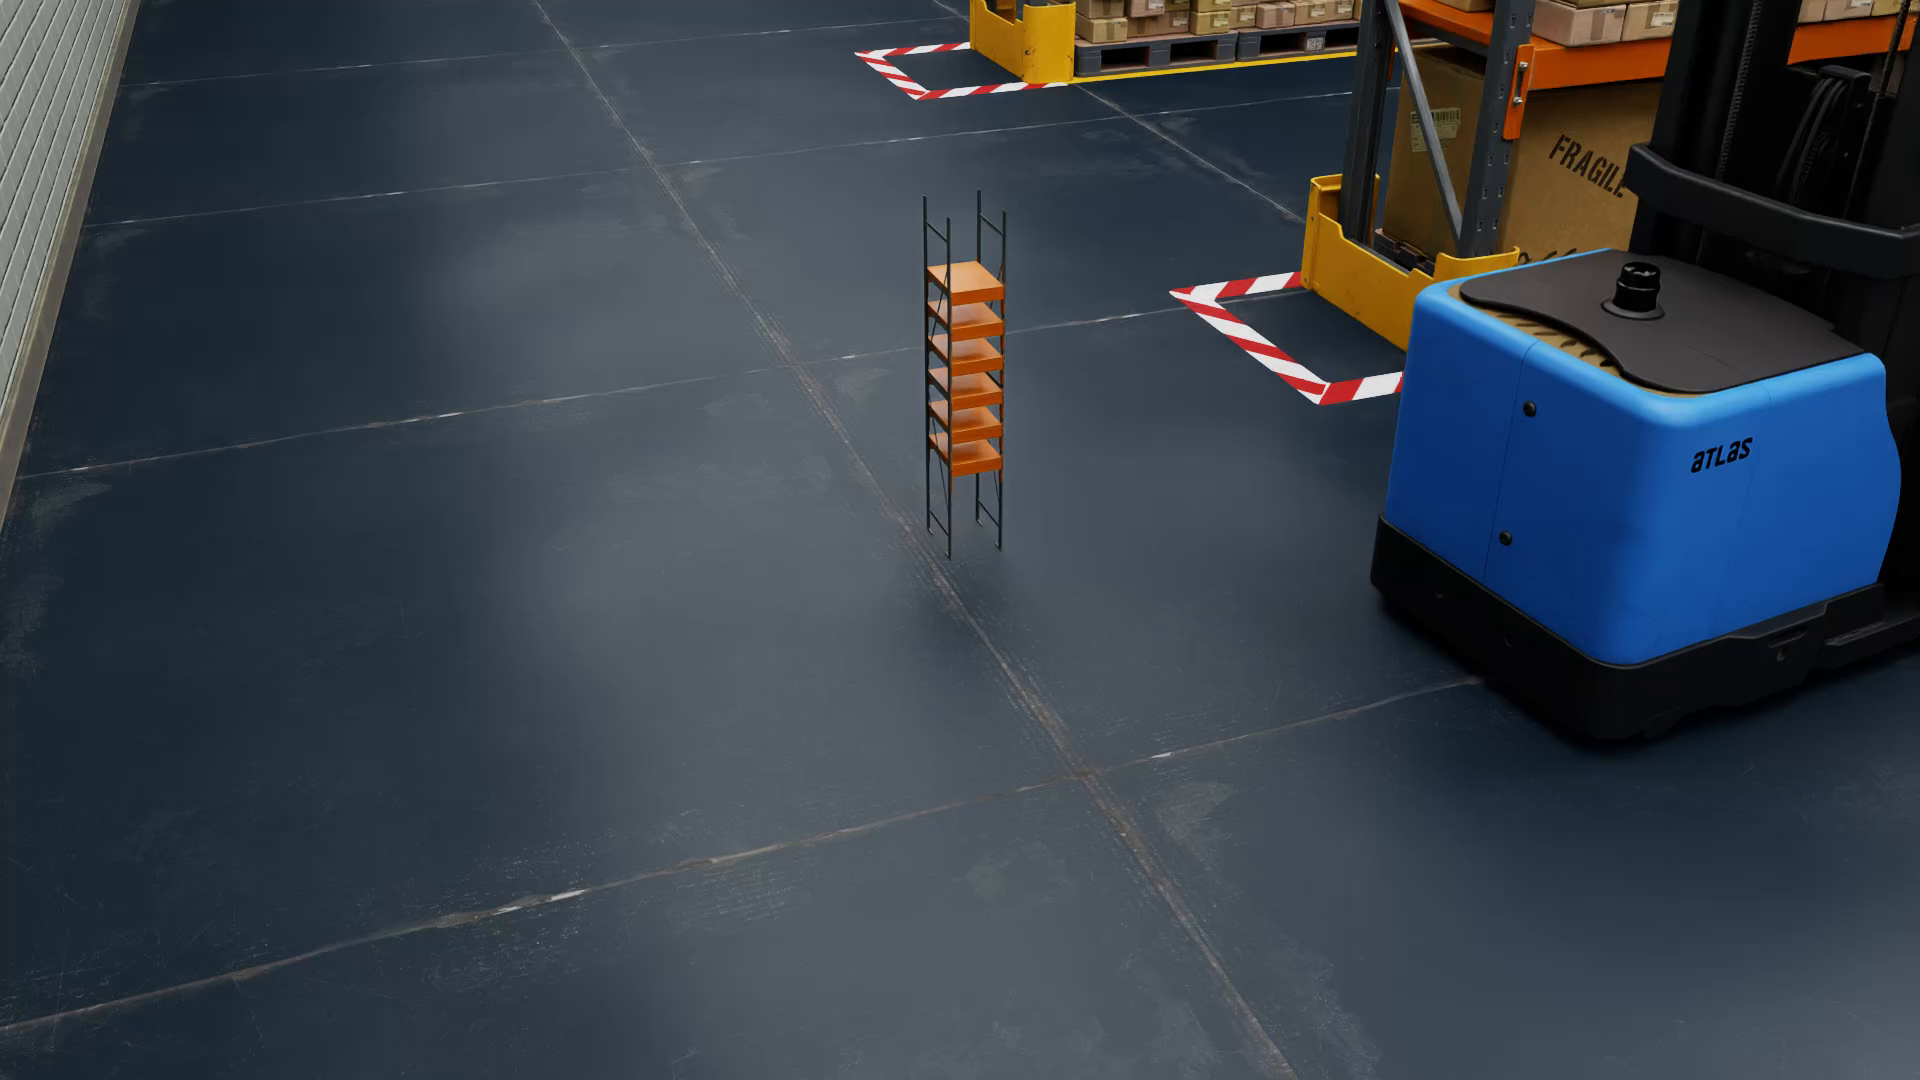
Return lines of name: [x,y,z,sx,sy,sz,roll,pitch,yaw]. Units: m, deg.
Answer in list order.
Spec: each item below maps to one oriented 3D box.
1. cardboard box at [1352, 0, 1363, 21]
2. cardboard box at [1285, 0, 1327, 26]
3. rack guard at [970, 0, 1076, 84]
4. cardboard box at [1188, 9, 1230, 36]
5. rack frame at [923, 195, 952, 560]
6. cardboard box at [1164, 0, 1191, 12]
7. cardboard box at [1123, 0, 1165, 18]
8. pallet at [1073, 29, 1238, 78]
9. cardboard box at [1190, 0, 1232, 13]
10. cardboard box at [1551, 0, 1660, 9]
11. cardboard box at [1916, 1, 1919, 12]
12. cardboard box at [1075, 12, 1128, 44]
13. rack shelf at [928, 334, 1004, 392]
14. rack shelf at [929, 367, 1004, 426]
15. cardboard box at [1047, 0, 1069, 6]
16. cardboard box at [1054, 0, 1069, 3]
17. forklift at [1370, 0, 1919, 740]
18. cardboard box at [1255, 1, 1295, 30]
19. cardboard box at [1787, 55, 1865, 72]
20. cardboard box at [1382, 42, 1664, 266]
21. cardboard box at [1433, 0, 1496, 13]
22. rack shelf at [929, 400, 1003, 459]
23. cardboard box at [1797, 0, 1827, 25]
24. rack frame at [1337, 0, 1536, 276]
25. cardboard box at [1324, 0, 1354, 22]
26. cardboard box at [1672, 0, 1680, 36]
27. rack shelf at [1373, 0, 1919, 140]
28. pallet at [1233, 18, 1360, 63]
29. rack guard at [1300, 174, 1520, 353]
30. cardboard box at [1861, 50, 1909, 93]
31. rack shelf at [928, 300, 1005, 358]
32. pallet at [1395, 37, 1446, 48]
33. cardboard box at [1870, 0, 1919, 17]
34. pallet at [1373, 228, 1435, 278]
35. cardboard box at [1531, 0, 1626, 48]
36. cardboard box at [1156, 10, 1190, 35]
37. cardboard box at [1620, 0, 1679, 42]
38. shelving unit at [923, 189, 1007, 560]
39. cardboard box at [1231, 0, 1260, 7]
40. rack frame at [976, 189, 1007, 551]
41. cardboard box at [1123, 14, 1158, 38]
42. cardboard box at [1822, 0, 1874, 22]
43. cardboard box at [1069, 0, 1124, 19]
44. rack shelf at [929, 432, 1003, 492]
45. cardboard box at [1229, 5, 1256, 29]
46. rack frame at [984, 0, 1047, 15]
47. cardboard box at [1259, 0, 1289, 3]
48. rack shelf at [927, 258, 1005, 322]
cardboard box: [2.875,-3.846,11.926,0.250,0.149,0.380,-11,31,-18]
cardboard box: [2.393,-3.775,11.801,0.250,0.149,0.380,-10,31,-18]
rack guard: [0.416,-3.543,11.464,0.348,0.500,1.175,-10,31,-18]
cardboard box: [1.673,-3.624,11.537,0.250,0.149,0.380,-10,31,-17]
rack frame: [-0.072,-0.508,5.430,0.006,1.200,0.240,-10,31,-18]
cardboard box: [1.401,-3.765,11.483,0.250,0.149,0.380,-10,31,-17]
cardboard box: [1.202,-3.681,11.337,0.250,0.149,0.380,-11,31,-18]
pallet: [1.190,-3.541,11.753,1.213,0.211,1.003,-10,31,-18]
cardboard box: [1.679,-3.759,11.472,0.250,0.149,0.380,-9,31,-16]
cardboard box: [2.524,-2.319,6.641,0.500,0.250,0.500,-11,32,-19]
cardboard box: [4.114,-2.409,7.201,0.250,0.149,0.380,-10,31,-17]
cardboard box: [0.948,-3.502,11.322,0.250,0.149,0.380,-10,31,-17]
rack shelf: [0.014,-0.589,5.420,0.180,0.103,0.258,-10,31,-18]
rack shelf: [0.014,-0.485,5.479,0.180,0.103,0.258,-10,31,-18]
cardboard box: [0.766,-3.747,11.753,0.250,0.149,0.380,-10,31,-17]
cardboard box: [0.740,-3.912,11.742,0.250,0.149,0.380,-11,32,-19]
forklift: [2.878,-1.206,4.906,3.031,2.935,1.130,-14,33,-23]
cardboard box: [2.142,-3.715,11.696,0.250,0.149,0.380,-12,32,-20]
cardboard box: [3.405,-1.861,7.709,0.875,0.875,0.875,-10,31,-18]
cardboard box: [2.552,-1.704,7.433,0.875,0.875,0.875,-10,31,-18]
cardboard box: [2.199,-2.402,7.190,0.250,0.149,0.380,-10,31,-17]
rack shelf: [0.014,-0.381,5.539,0.180,0.103,0.258,-10,31,-18]
cardboard box: [3.390,-2.275,6.966,0.250,0.149,0.380,-11,31,-19]
rack frame: [1.980,-2.297,6.752,0.127,3.000,1.000,-10,31,-18]
cardboard box: [2.607,-3.832,11.901,0.250,0.149,0.380,-10,31,-17]
cardboard box: [2.908,-2.186,6.810,0.250,0.149,0.380,-11,32,-19]
rack shelf: [3.854,-2.330,7.536,4.000,0.370,1.077,-10,31,-18]
pallet: [2.332,-3.750,12.119,1.213,0.211,1.003,-10,31,-18]
rack guard: [1.957,-1.207,7.364,0.348,0.500,1.175,-10,31,-18]
cardboard box: [4.239,-2.015,7.979,0.875,0.875,0.875,-10,31,-18]
rack shelf: [0.014,-0.694,5.361,0.180,0.103,0.258,-10,31,-18]
pallet: [3.477,-3.962,12.492,1.213,0.211,1.003,-10,31,-18]
cardboard box: [3.869,-2.362,7.120,0.250,0.149,0.380,-11,32,-19]
pallet: [2.702,-1.260,7.748,1.213,0.211,1.003,-10,31,-18]
cardboard box: [2.428,-2.096,6.653,0.250,0.149,0.380,-10,31,-17]
cardboard box: [1.395,-3.631,11.549,0.250,0.149,0.380,-10,31,-17]
cardboard box: [2.668,-2.141,6.732,0.250,0.149,0.380,-11,31,-18]
shelving unit: [0.014,-0.524,5.457,0.189,1.200,0.258,-10,31,-18]
cardboard box: [1.894,-3.849,11.630,0.250,0.149,0.380,-12,32,-20]
rack frame: [0.099,-0.540,5.485,0.006,1.200,0.240,-10,31,-18]
cardboard box: [1.165,-3.585,11.468,0.250,0.149,0.380,-11,31,-18]
cardboard box: [3.632,-2.319,7.045,0.250,0.149,0.380,-11,31,-18]
cardboard box: [0.926,-3.660,11.300,0.250,0.149,0.380,-9,31,-16]
rack shelf: [0.014,-0.277,5.598,0.180,0.103,0.258,-10,31,-18]
cardboard box: [1.879,-3.712,11.692,0.250,0.149,0.380,-10,31,-18]
rack frame: [0.345,-4.616,10.822,0.127,3.000,1.000,-10,31,-18]
cardboard box: [2.134,-3.915,11.746,0.250,0.149,0.380,-9,31,-15]
rack shelf: [0.014,-0.798,5.301,0.180,0.103,0.258,-10,31,-18]
